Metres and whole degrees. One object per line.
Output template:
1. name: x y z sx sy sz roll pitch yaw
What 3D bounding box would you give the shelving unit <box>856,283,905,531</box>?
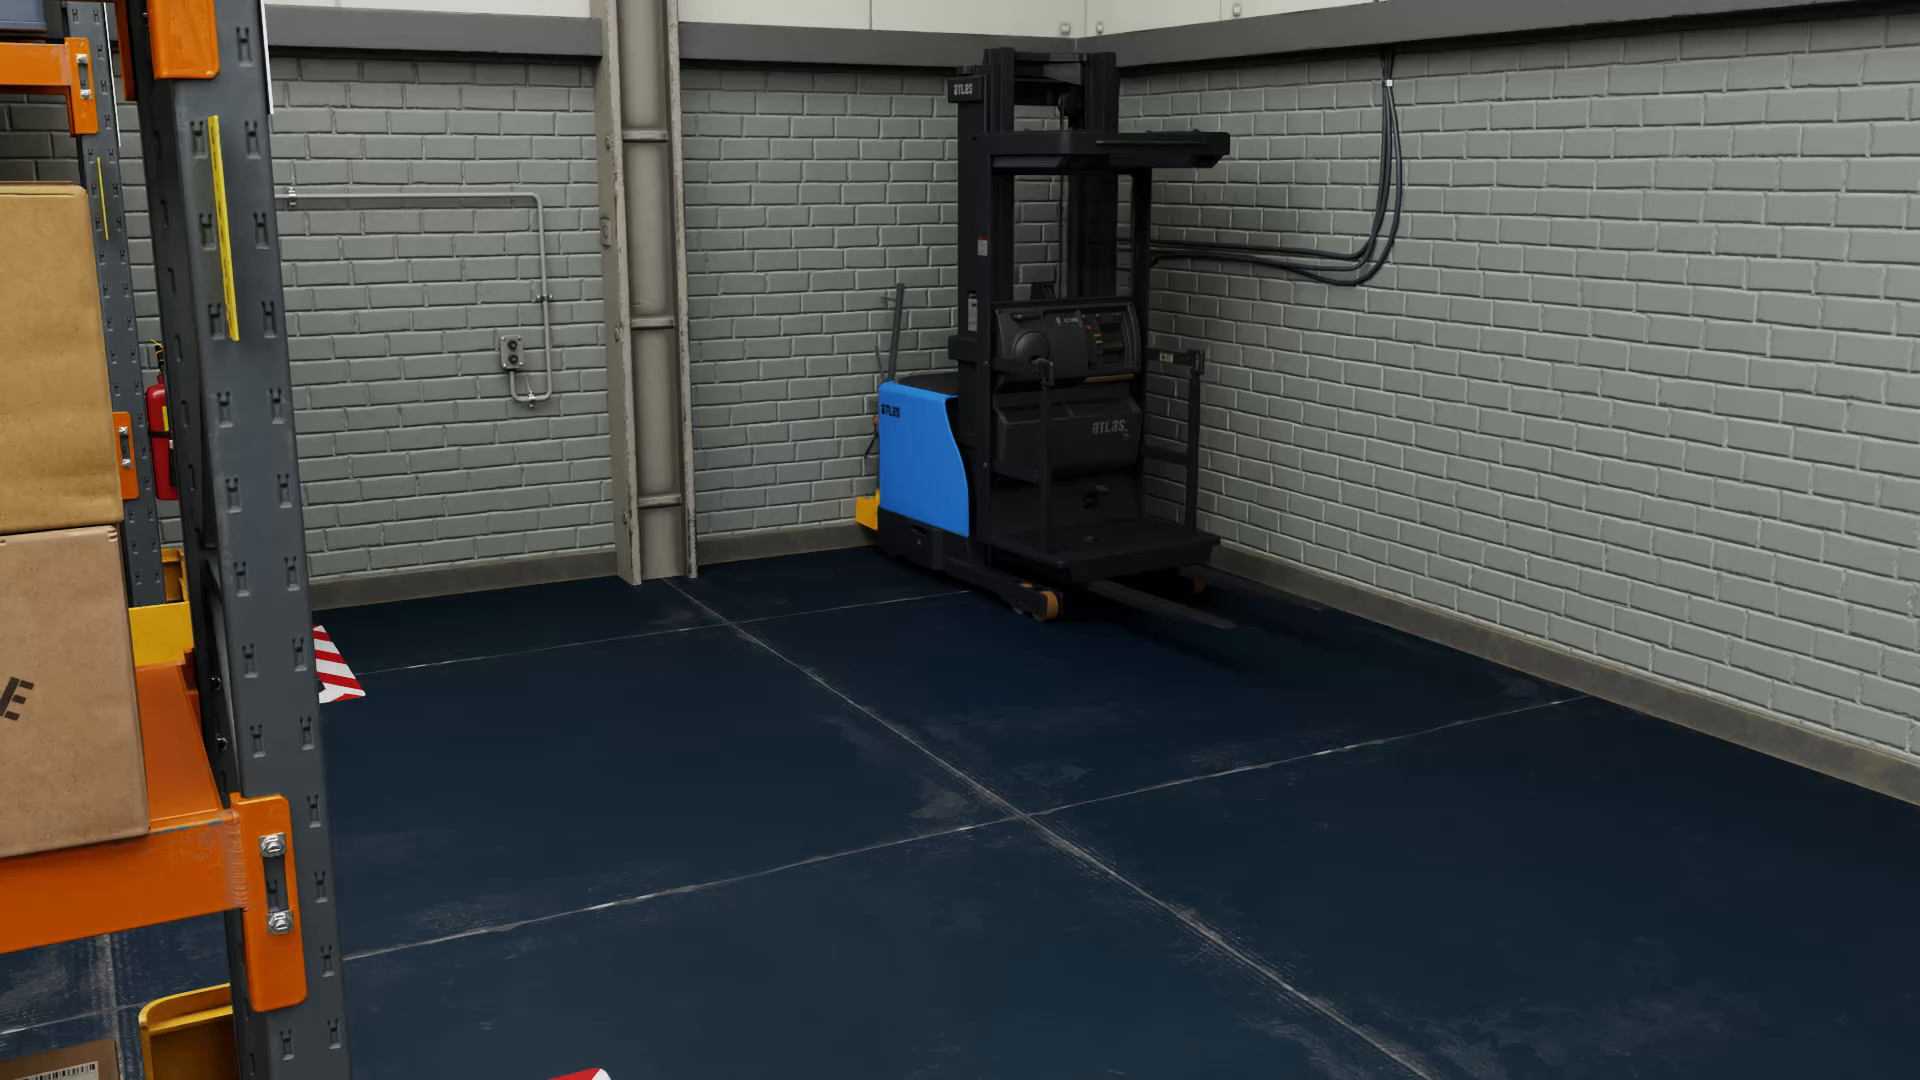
1. shelving unit: -0.089 -0.839 10.535 1.083 1.500 0.587 1 11 -29

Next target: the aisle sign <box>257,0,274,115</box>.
1. aisle sign: -1.137 -1.068 2.604 0.004 0.787 0.394 -7 14 -28

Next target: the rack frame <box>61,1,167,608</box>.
1. rack frame: -3.721 -0.806 7.360 0.127 3.000 1.000 -7 14 -28

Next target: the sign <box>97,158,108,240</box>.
1. sign: -3.473 -1.381 6.736 0.005 0.325 0.100 -7 14 -28

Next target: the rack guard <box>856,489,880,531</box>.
1. rack guard: -0.597 -0.236 10.401 0.087 0.250 0.587 1 11 -29

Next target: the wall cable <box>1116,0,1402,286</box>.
1. wall cable: 1.415 -2.744 9.380 0.112 2.526 3.097 -7 14 -28

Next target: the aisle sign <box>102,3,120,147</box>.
1. aisle sign: -3.514 -2.024 6.851 0.004 0.787 0.394 -7 14 -28

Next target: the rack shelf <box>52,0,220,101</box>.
1. rack shelf: -3.100 -0.754 1.935 4.000 0.370 1.077 -7 14 -28

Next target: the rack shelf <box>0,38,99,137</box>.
1. rack shelf: -5.476 -1.708 6.175 4.000 0.370 1.077 -7 14 -28

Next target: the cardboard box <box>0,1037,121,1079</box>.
1. cardboard box: -1.703 1.257 2.881 0.500 0.500 0.500 -7 14 -28

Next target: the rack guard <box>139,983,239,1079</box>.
1. rack guard: -1.411 1.375 3.359 0.348 0.500 1.175 -7 14 -28

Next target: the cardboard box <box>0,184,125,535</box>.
1. cardboard box: -1.603 -0.289 2.556 0.500 0.500 0.500 -7 14 -28

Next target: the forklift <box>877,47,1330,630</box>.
1. forklift: 0.713 -1.119 8.904 1.130 2.935 3.031 -8 15 -32

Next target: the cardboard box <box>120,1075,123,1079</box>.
1. cardboard box: -1.876 1.302 3.483 0.250 0.149 0.380 -7 14 -28

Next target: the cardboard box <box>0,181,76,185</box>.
1. cardboard box: -1.860 -0.393 3.018 0.500 0.500 0.500 -6 14 -26

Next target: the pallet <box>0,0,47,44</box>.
1. pallet: -4.367 -2.146 6.685 1.213 0.211 1.003 -7 14 -28

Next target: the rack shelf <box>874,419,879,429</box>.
1. rack shelf: -0.117 -0.663 10.561 1.000 0.185 0.538 1 11 -29

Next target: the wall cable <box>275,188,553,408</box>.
1. wall cable: -3.050 -1.619 8.657 1.851 1.984 0.084 -7 14 -28

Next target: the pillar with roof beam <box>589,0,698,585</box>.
1. pillar with roof beam: 0.297 -3.354 5.018 0.400 9.000 9.100 -7 14 -28

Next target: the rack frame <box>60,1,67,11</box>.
1. rack frame: -3.721 -3.733 6.701 0.127 3.000 1.000 -7 14 -28

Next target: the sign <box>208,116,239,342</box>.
1. sign: -1.096 -0.462 2.473 0.005 0.325 0.100 -7 14 -28

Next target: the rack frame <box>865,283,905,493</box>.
1. rack frame: -0.543 -0.849 10.287 0.032 1.500 0.500 1 11 -29

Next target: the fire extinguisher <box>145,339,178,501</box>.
1. fire extinguisher: -3.367 -0.514 7.085 0.183 0.674 0.296 -7 14 -28

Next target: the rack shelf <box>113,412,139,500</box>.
1. rack shelf: -5.476 -0.245 6.504 4.000 0.370 1.077 -7 14 -28

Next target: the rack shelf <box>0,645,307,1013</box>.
1. rack shelf: -3.100 0.709 2.264 4.000 0.370 1.077 -7 14 -28

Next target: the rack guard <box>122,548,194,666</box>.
1. rack guard: -3.700 0.411 7.646 0.348 0.500 1.175 -7 14 -28

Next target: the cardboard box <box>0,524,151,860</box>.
1. cardboard box: -1.607 0.199 2.666 0.500 0.500 0.500 -6 14 -26
